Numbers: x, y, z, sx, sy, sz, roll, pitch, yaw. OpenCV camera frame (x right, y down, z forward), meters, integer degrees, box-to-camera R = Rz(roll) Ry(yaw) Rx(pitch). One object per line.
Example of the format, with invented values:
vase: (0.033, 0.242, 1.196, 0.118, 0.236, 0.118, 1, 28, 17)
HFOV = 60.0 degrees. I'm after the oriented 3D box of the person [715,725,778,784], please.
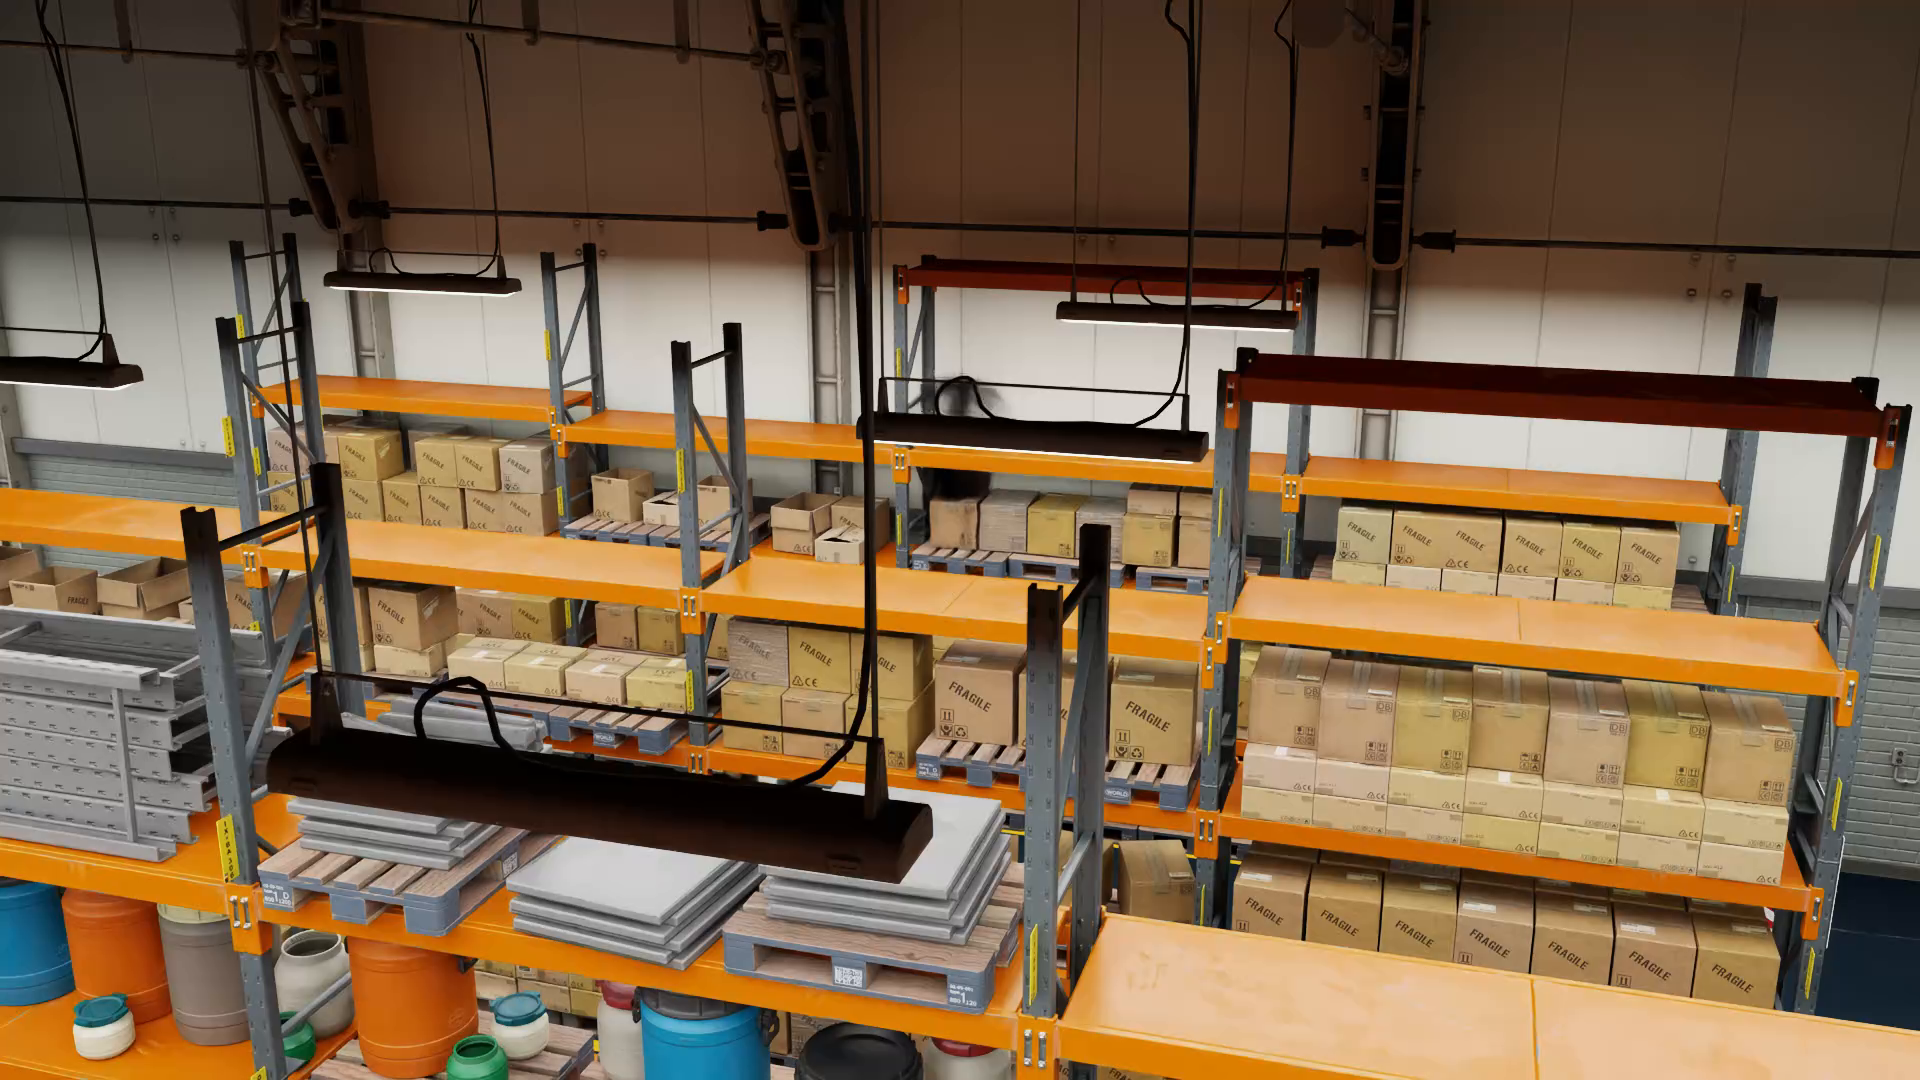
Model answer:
person: (-2.106, 2.564, 17.005, 0.805, 1.667, 0.750, 9, 18, 28)
